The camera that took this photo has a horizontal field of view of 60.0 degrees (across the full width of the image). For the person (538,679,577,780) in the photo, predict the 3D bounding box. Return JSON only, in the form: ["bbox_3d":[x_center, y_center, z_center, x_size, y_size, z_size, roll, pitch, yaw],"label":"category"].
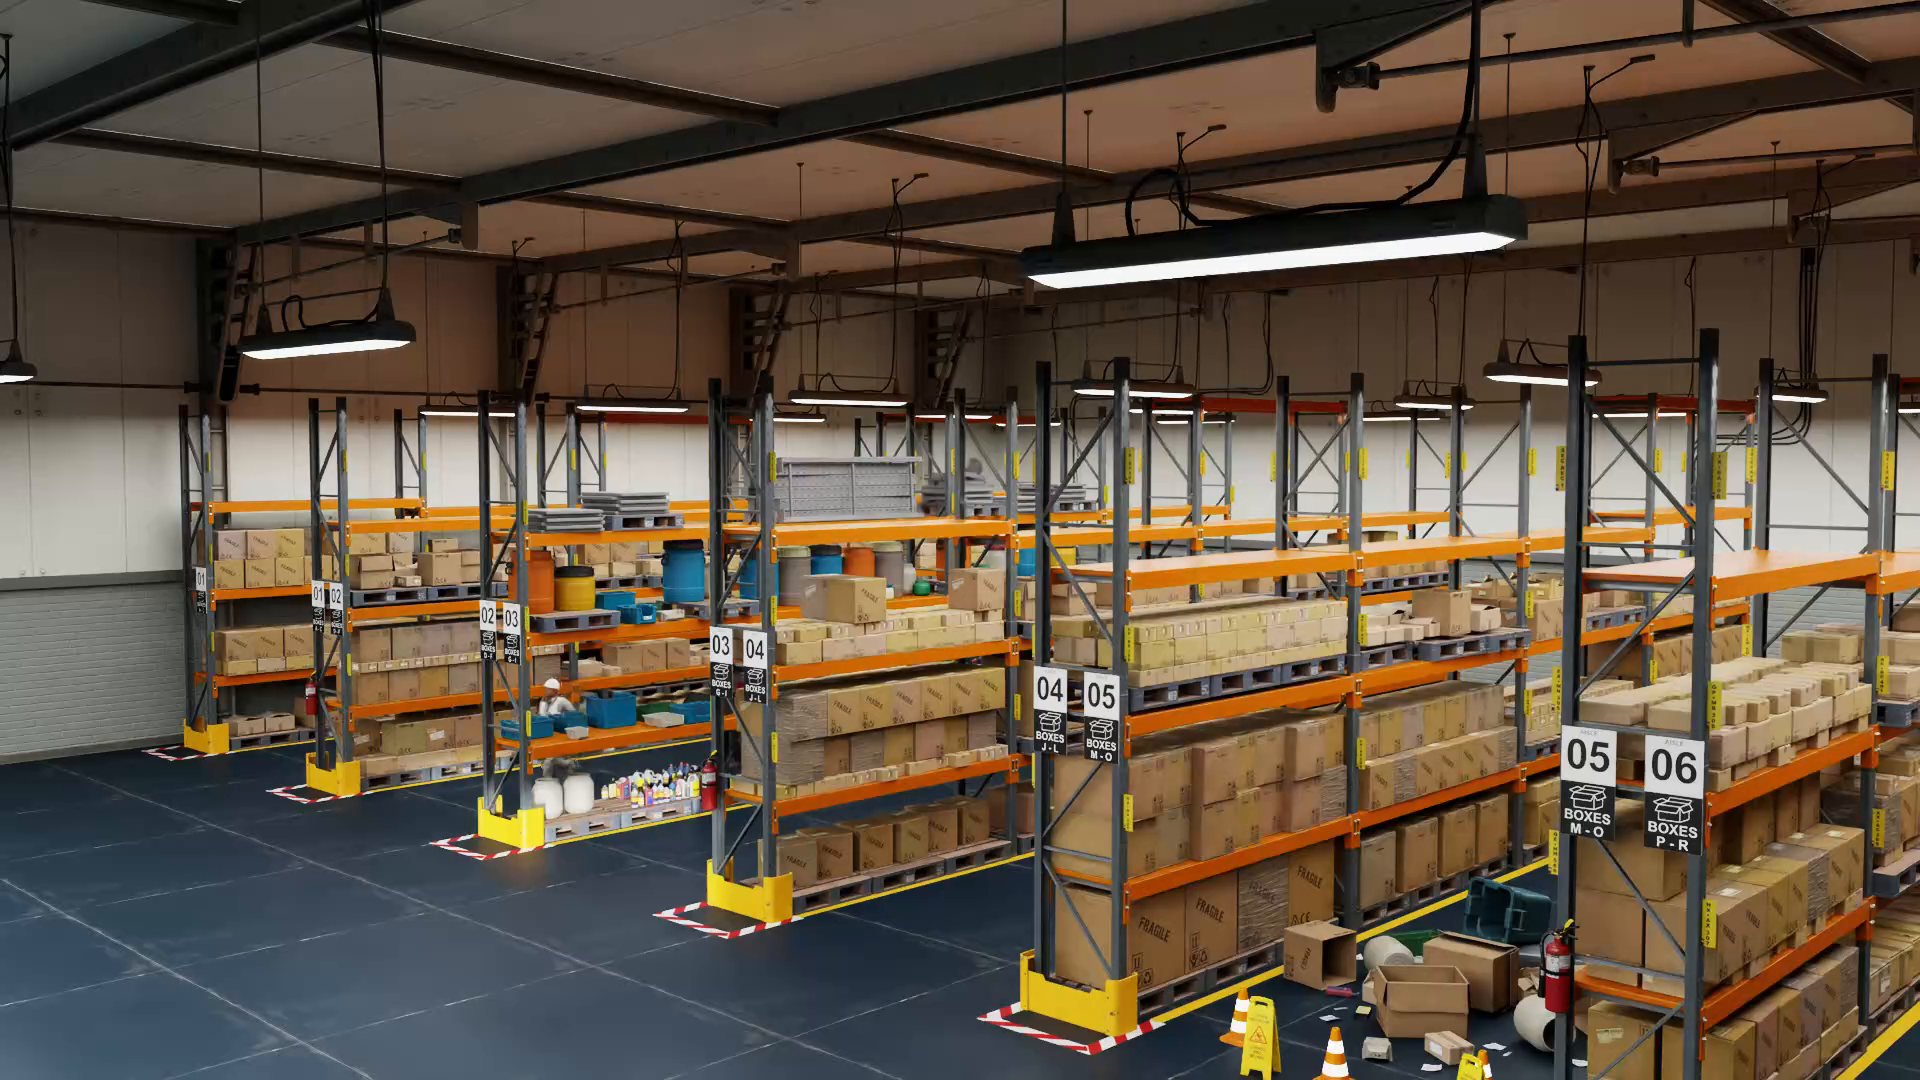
[{"bbox_3d":[-6.120,2.971,25.201,0.683,1.766,0.903,2,3,30],"label":"person"}]

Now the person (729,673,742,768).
[{"bbox_3d":[-3.746,2.929,27.083,0.577,1.610,0.596,3,4,43],"label":"person"}]
